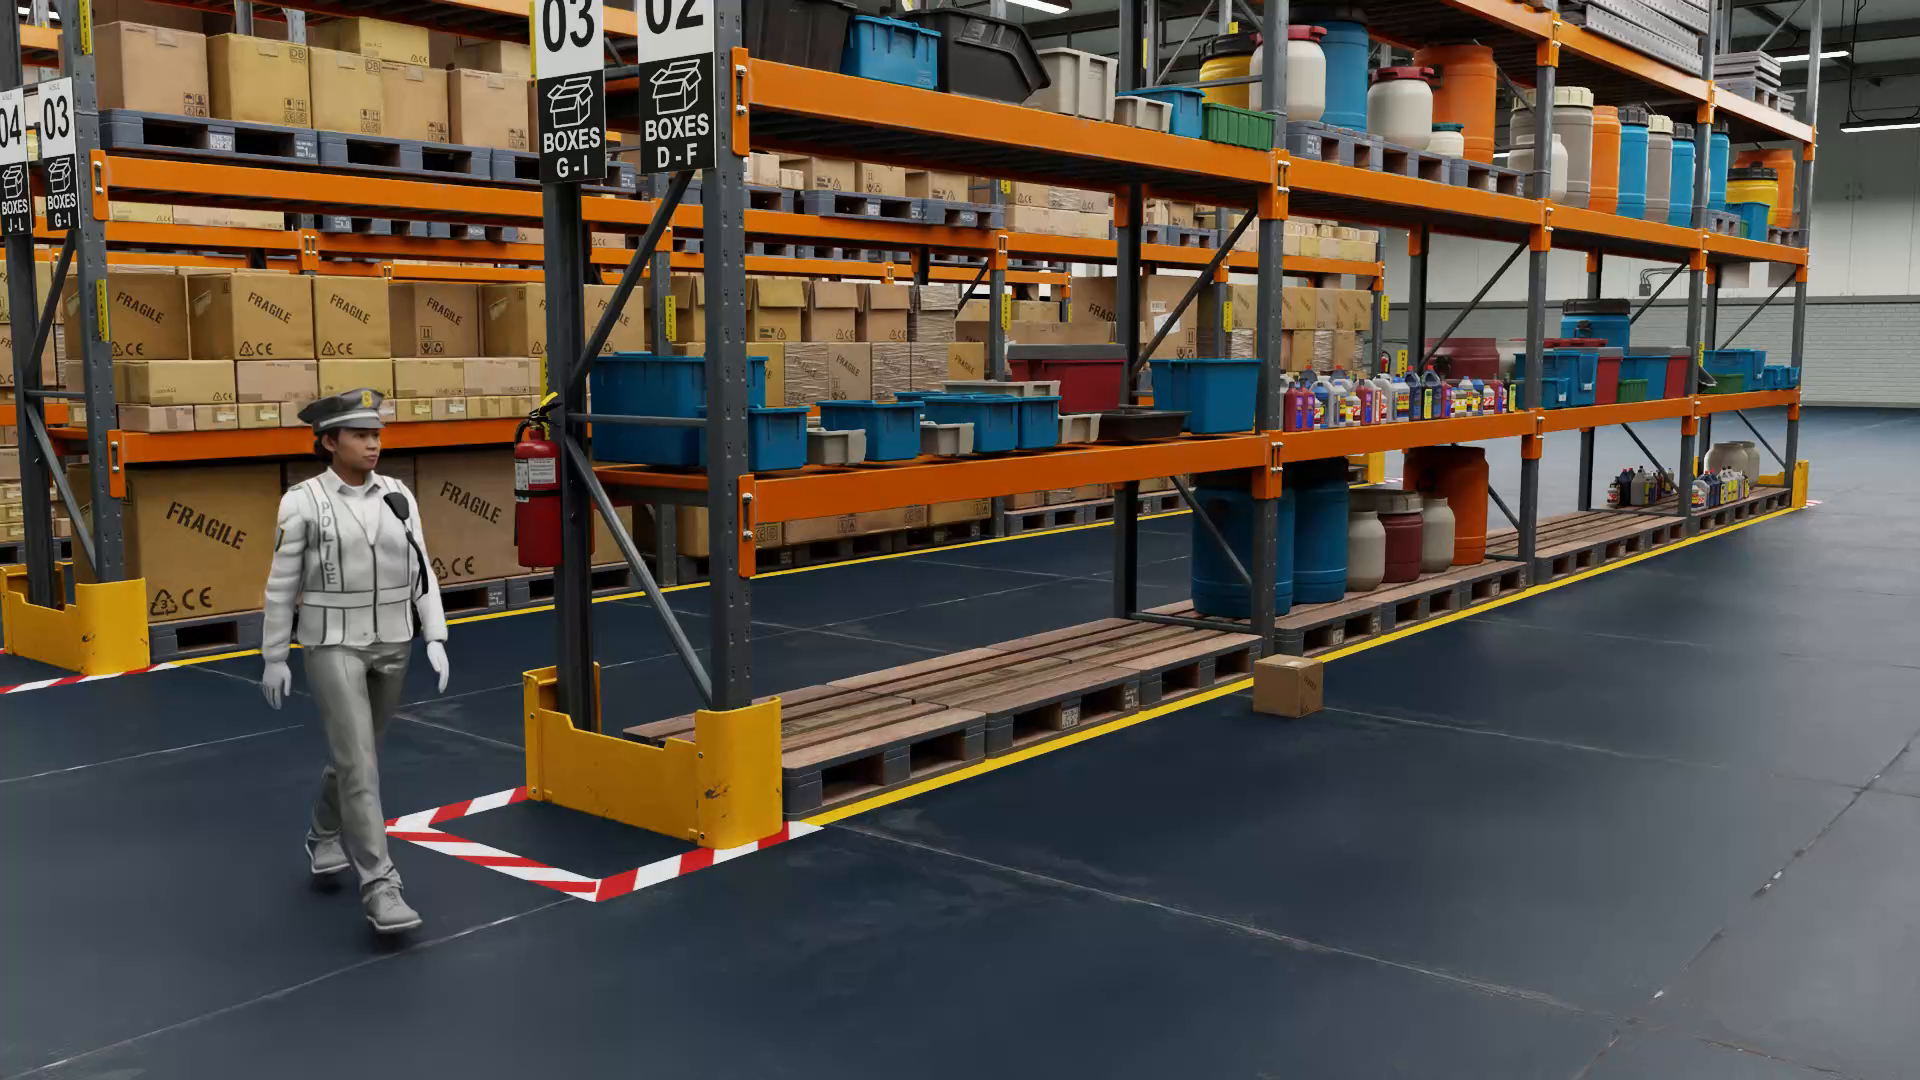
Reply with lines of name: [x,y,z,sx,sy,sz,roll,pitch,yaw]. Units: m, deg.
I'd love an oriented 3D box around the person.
person: [-1.873,0.334,5.260,0.959,1.628,0.527,6,9,43]
